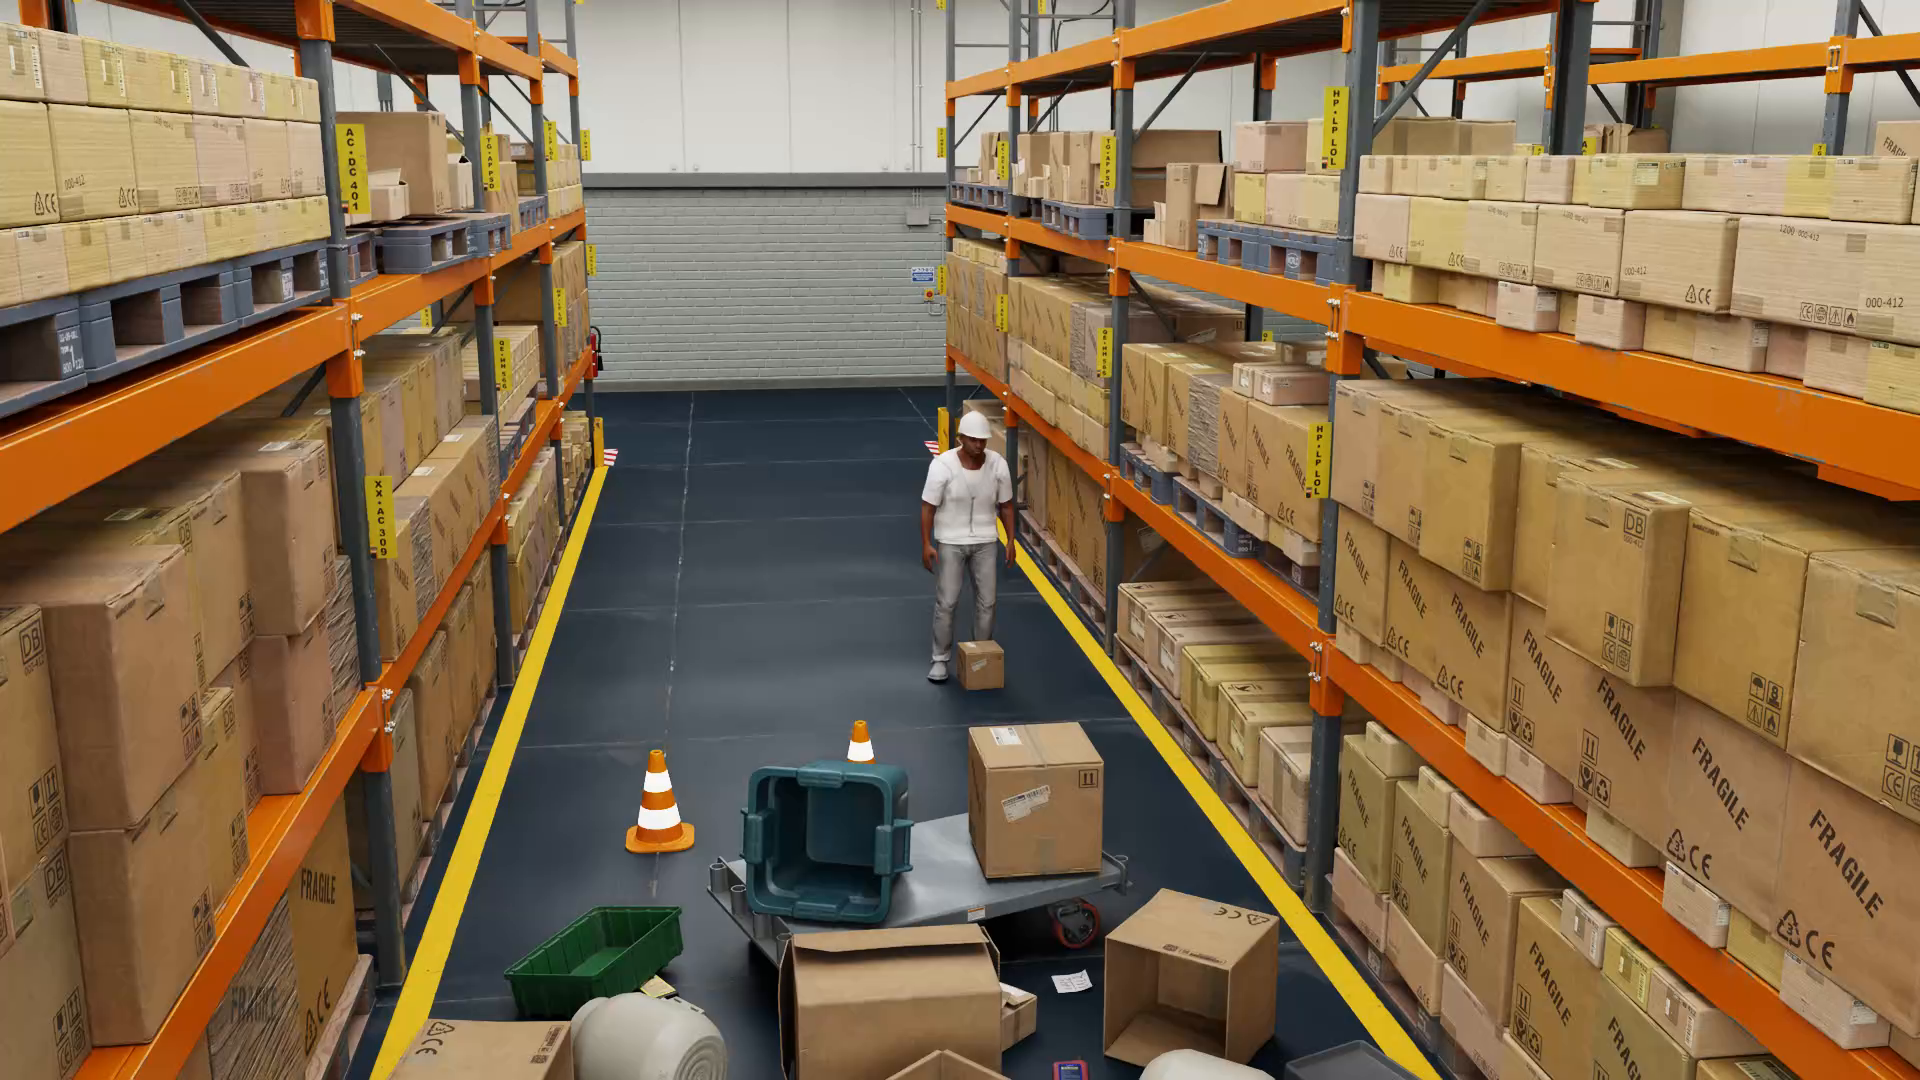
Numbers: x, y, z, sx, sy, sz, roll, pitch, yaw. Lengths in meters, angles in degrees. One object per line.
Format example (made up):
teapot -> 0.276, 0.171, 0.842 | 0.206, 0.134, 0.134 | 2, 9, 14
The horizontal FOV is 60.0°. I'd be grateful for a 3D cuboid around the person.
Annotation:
person -> 0.057, 0.029, 10.819 | 0.637, 1.761, 0.456 | -3, 13, -13
